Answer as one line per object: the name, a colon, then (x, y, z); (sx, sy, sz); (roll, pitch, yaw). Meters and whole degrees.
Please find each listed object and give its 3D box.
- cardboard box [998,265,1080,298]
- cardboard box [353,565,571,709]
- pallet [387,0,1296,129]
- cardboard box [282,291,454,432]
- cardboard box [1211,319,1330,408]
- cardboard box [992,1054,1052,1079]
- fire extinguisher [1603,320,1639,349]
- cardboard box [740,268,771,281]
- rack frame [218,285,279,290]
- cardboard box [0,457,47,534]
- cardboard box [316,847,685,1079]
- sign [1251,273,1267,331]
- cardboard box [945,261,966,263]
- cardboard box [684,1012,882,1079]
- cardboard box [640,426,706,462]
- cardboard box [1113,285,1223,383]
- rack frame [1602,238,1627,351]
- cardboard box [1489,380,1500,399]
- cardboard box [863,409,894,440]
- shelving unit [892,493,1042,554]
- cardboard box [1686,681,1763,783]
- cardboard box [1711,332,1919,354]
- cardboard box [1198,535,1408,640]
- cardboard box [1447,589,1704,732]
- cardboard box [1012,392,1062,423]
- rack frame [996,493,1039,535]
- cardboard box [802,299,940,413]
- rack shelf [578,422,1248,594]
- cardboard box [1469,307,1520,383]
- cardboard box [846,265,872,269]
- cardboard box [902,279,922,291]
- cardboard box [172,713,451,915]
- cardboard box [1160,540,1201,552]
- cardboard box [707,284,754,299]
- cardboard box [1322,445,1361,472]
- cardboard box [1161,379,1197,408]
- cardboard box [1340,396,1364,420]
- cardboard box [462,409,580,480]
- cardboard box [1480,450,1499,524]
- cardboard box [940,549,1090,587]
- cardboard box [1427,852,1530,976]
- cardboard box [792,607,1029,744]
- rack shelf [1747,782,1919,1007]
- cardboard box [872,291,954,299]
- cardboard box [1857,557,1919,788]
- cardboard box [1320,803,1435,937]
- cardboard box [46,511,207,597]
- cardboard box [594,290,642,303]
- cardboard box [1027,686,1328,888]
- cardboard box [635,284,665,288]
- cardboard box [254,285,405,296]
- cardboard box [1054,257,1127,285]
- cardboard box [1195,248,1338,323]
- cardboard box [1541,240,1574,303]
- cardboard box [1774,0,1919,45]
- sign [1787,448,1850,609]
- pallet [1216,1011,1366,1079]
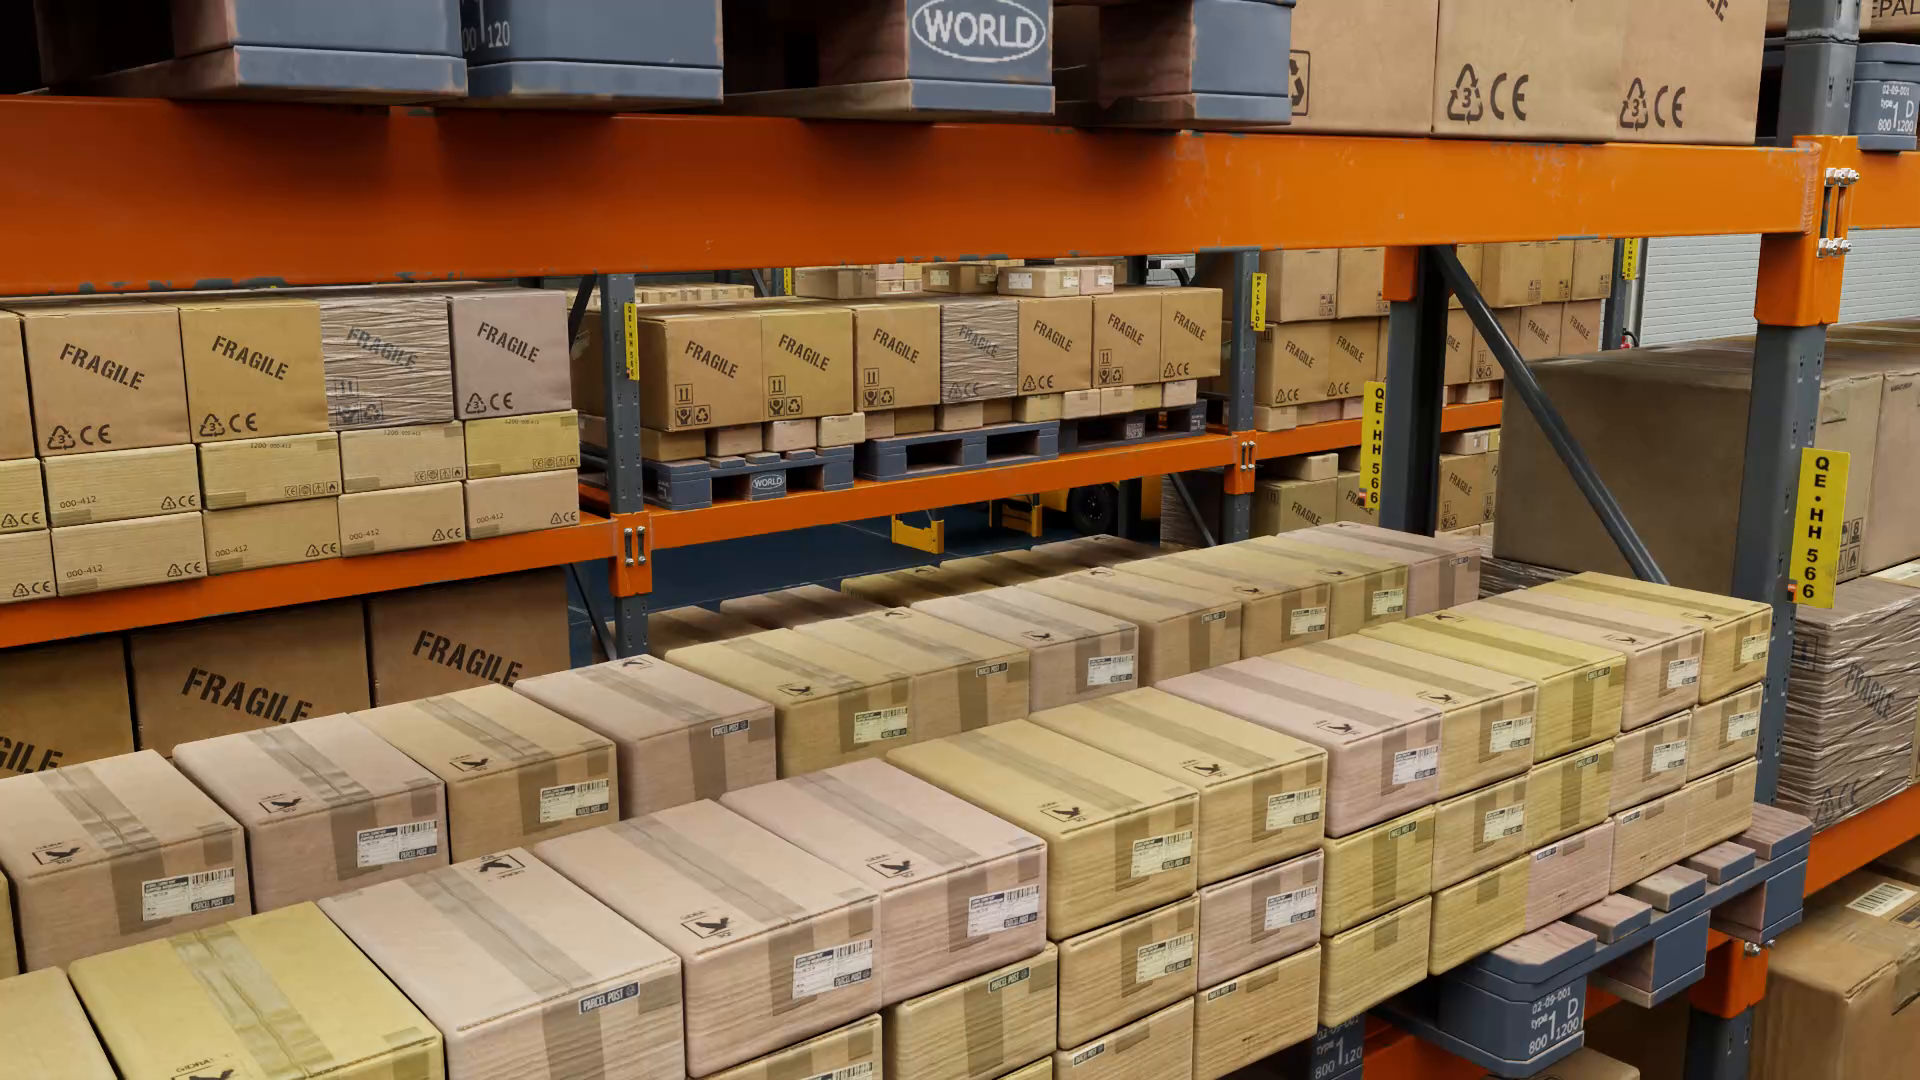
cardboard box: (0.419, -1.382, 8.884); (0.250, 0.149, 0.380); (-10, 16, -40)
cardboard box: (-2.347, 0.537, 7.481); (0.875, 0.875, 0.875); (-10, 15, -38)
pallet: (-0.351, -0.637, 2.139); (1.003, 0.211, 1.213); (-9, 15, -38)
cardboard box: (-2.391, -0.733, 6.713); (0.500, 0.500, 0.500); (-9, 15, -37)
cardboard box: (1.886, -1.098, 10.122); (0.500, 0.500, 0.500); (-9, 15, -38)
cardboard box: (-0.097, 0.707, 2.173); (0.250, 0.149, 0.380); (-10, 15, -39)
fire extinguisher: (4.869, -1.313, 12.277); (0.183, 0.674, 0.296); (-9, 15, -38)
cardboard box: (-1.675, -2.299, 14.213); (0.250, 0.149, 0.380); (-9, 15, -38)
rack frame: (-4.859, -1.177, 11.452); (0.127, 3.000, 1.000); (-9, 15, -38)
cardboard box: (-3.559, -0.170, 5.864); (0.500, 0.250, 0.500); (-9, 15, -37)
cardboard box: (-0.501, 0.484, 1.790); (0.250, 0.149, 0.380); (-10, 15, -38)
sign: (1.717, -1.369, 9.565); (0.005, 0.325, 0.100); (-9, 15, -38)
cardboard box: (-0.162, -2.417, 14.769); (0.250, 0.149, 0.380); (-9, 15, -37)
cardboard box: (-0.299, 0.595, 1.984); (0.250, 0.149, 0.380); (-9, 15, -35)
cardboard box: (-1.386, -0.467, 7.702); (0.250, 0.149, 0.380); (-11, 16, -41)
cardboard box: (1.151, -1.194, 9.565); (0.500, 0.500, 0.500); (-10, 15, -39)
rack frame: (4.491, -1.411, 12.551); (0.127, 3.000, 1.000); (-9, 15, -38)
cardboard box: (3.521, -1.075, 11.576); (0.250, 0.149, 0.380); (-9, 15, -37)
cardboard box: (-0.534, -0.603, 8.340); (0.250, 0.149, 0.380); (-8, 15, -34)
shelving unit: (0.060, -0.744, 13.020); (1.083, 1.500, 0.587); (-9, 15, -38)
cardboard box: (1.314, 0.327, 3.245); (0.250, 0.149, 0.380); (-9, 15, -37)
cardboard box: (2.566, -0.310, 4.721); (0.500, 0.500, 0.700); (-10, 15, -39)
cardboard box: (0.726, 0.107, 3.564); (0.250, 0.149, 0.380); (-10, 16, -39)
cardboard box: (1.122, 0.214, 3.063); (0.250, 0.149, 0.380); (-10, 15, -38)
cardboard box: (0.333, -0.733, 8.952); (0.250, 0.149, 0.380); (-9, 15, -38)
rack frame: (0.464, -0.811, 13.336); (0.032, 1.500, 0.500); (-9, 15, -38)
cardboard box: (-0.447, -0.932, 8.330); (0.500, 0.500, 0.500); (-9, 15, -37)
rack shelf: (-0.194, -0.280, 8.960); (4.000, 0.370, 1.077); (-9, 15, -38)
cardboard box: (3.453, -1.362, 11.362); (0.500, 0.500, 0.500); (-10, 15, -38)
cardboard box: (-0.960, -2.284, 14.147); (0.250, 0.149, 0.380); (-10, 15, -39)
cardboard box: (-0.491, -2.187, 14.406); (0.250, 0.149, 0.380); (-10, 15, -38)
cardboard box: (-0.899, 0.376, 2.296); (0.250, 0.149, 0.380); (-9, 15, -38)
cardboard box: (1.662, 0.127, 10.916); (0.500, 0.250, 0.500); (-9, 15, -35)
cardboard box: (-1.864, -1.982, 13.440); (0.250, 0.149, 0.380); (-9, 15, -36)
cardboard box: (2.533, -0.543, 10.704); (0.250, 0.149, 0.380); (-9, 15, -35)
cardboard box: (1.139, -0.863, 9.564); (0.250, 0.149, 0.380); (-9, 15, -37)
cardboard box: (2.382, -0.865, 10.585); (0.250, 0.149, 0.380); (-9, 15, -36)
cardboard box: (-1.975, -0.440, 7.136); (0.500, 0.250, 0.500); (-10, 15, -38)
cardboard box: (3.623, -0.424, 11.705); (0.500, 0.500, 0.500); (-9, 15, -36)
cardboard box: (0.401, 0.350, 9.572); (0.625, 0.372, 0.950); (-8, 15, -34)
cardboard box: (0.725, 0.570, 2.816); (0.250, 0.149, 0.380); (-10, 15, -38)
cardboard box: (-0.092, 0.243, 2.925); (0.250, 0.149, 0.380); (-9, 15, -36)
rack shelf: (2.977, 0.509, 5.240); (4.000, 0.370, 1.077); (-9, 15, -38)
cardboard box: (-0.357, -1.082, 9.034); (0.500, 0.500, 0.500); (-10, 16, -40)
cardboard box: (2.330, 0.287, 4.314); (0.500, 0.500, 0.500); (-10, 15, -38)
cardboard box: (0.512, 0.461, 2.615); (0.250, 0.149, 0.380); (-10, 15, -38)
cardboard box: (-3.161, 0.011, 6.218); (0.500, 0.250, 0.500); (-10, 15, -39)
cardboard box: (-2.644, -1.843, 12.785); (0.250, 0.149, 0.380); (-10, 16, -39)
cardboard box: (0.308, 0.349, 2.426); (0.250, 0.149, 0.380); (-9, 15, -35)
cardboard box: (-2.582, -1.993, 13.492); (0.250, 0.149, 0.380); (-9, 15, -38)
cardboard box: (-2.675, -0.821, 7.123); (0.500, 0.500, 0.500); (-9, 15, -37)
cardboard box: (0.780, -1.605, 9.938); (0.250, 0.149, 0.380); (-10, 15, -38)
cardboard box: (1.847, -1.597, 10.065); (0.500, 0.500, 0.700); (-10, 15, -38)
cardboard box: (3.829, -1.928, 11.624); (0.500, 0.500, 0.700); (-9, 15, -37)
cardboard box: (2.118, -1.319, 3.862); (0.500, 0.311, 0.500); (-9, 15, -38)
sign: (1.762, -0.024, 3.423); (0.005, 0.325, 0.100); (-9, 15, -38)
pallet: (-0.104, 0.774, 2.723); (1.213, 0.211, 1.003); (-9, 15, -38)
